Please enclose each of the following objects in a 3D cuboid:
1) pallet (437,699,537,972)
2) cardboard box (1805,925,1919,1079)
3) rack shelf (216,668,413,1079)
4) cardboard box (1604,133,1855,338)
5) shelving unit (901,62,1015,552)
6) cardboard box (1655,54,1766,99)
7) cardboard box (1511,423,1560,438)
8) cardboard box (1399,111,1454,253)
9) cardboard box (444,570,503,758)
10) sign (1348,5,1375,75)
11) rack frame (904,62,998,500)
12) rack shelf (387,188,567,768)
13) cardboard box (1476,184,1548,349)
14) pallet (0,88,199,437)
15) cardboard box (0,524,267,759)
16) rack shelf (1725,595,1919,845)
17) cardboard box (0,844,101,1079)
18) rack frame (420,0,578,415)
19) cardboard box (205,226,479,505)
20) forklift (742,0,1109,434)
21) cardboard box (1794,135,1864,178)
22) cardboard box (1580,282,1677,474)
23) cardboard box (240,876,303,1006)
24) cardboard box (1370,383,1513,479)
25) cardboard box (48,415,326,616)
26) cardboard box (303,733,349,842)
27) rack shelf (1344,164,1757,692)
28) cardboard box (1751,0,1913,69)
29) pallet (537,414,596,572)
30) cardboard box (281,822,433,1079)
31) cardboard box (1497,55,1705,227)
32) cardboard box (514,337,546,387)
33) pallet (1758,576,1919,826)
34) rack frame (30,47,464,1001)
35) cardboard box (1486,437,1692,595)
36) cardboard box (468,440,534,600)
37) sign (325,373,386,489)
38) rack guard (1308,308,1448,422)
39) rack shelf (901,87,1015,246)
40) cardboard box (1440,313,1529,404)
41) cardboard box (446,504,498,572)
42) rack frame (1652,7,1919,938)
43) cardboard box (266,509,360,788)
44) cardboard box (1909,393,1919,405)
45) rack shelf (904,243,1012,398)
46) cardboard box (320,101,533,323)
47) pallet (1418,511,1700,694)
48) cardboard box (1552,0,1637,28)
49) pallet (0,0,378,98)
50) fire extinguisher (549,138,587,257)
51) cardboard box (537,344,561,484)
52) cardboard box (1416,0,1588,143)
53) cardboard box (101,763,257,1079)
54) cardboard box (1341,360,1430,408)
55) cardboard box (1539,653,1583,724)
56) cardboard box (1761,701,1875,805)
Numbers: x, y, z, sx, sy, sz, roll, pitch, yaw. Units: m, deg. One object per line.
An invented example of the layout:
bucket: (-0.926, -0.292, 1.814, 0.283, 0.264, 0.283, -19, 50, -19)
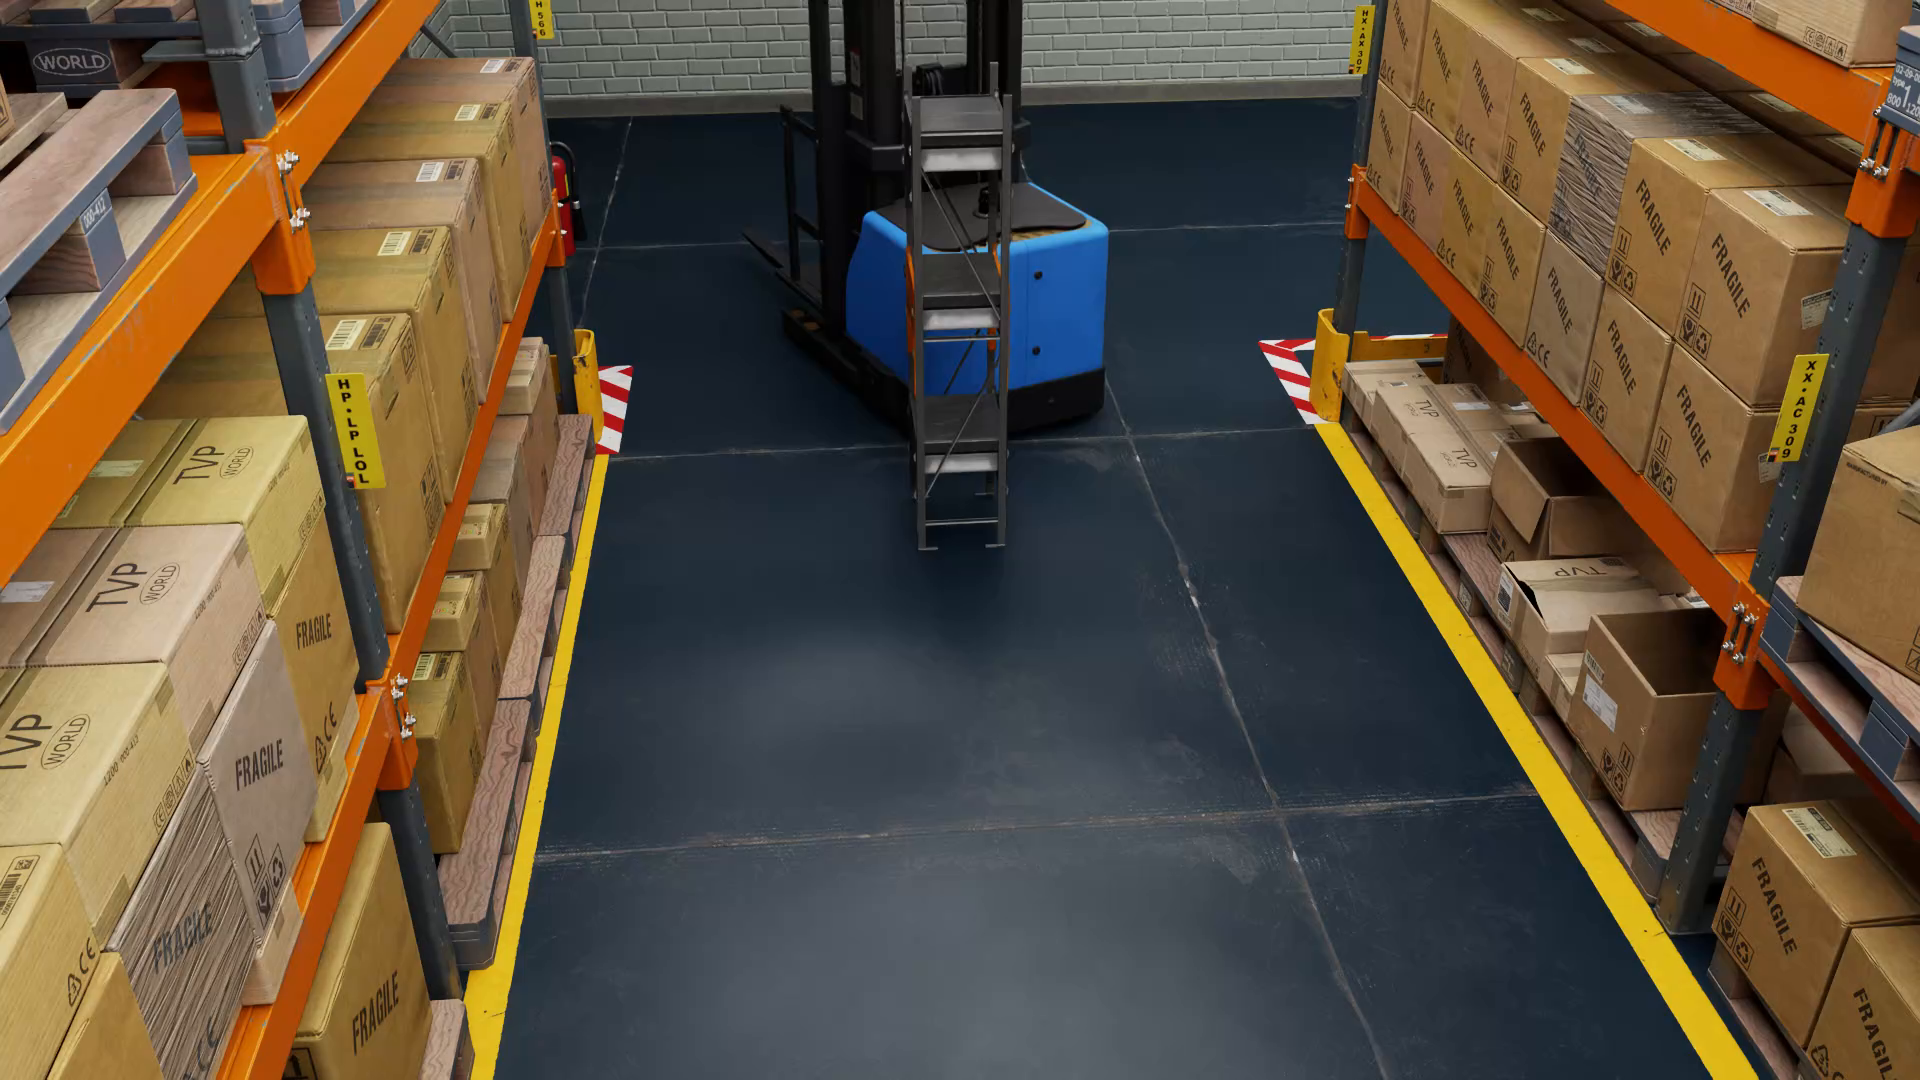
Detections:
pallet: (-2.073, 1.025, 5.829, 1.003, 0.211, 1.213, -3, 31, -5)
cardboard box: (2.715, 1.395, 4.498, 0.500, 0.500, 0.500, -2, 31, -4)
rack shelf: (-1.893, 1.550, 2.932, 1.077, 0.370, 4.000, -3, 31, -5)
cardboard box: (2.496, -0.999, 5.425, 0.500, 0.500, 0.500, -3, 31, -6)
shelving unit: (-0.015, -0.986, 7.353, 0.431, 2.100, 0.503, -3, 31, -5)
cardboard box: (2.943, -1.535, 6.323, 0.500, 0.500, 0.500, -2, 31, -3)
cardboard box: (2.833, -0.318, 7.610, 0.500, 0.250, 0.500, -3, 31, -5)
cardboard box: (2.311, -1.602, 7.410, 0.500, 0.500, 0.500, -3, 31, -5)
cardboard box: (-2.091, 0.469, 6.068, 0.700, 0.500, 0.500, -3, 31, -5)
sign: (1.938, -2.407, 8.011, 0.100, 0.325, 0.005, -3, 31, -5)
rack frame: (-0.038, -1.111, 7.562, 0.400, 2.100, 0.015, -3, 31, -5)
rack shelf: (-2.267, -0.493, 6.351, 1.077, 0.370, 4.000, -3, 31, -5)
cardboard box: (2.400, -1.091, 6.554, 0.500, 0.500, 0.500, -2, 31, -4)
pallet: (-1.945, -0.520, 2.957, 0.805, 0.209, 1.217, -4, 31, -7)
cardboard box: (-1.743, 0.206, 3.341, 0.500, 0.250, 0.500, -2, 31, -4)
rack shelf: (3.039, 1.310, 3.333, 1.077, 0.370, 4.000, -3, 31, -5)
cardboard box: (-1.647, 0.727, 2.470, 0.500, 0.250, 0.500, -3, 31, -6)
rack frame: (-2.453, -1.823, 7.876, 1.000, 3.000, 0.127, -3, 31, -5)
cardboard box: (-2.177, -0.560, 5.470, 0.980, 0.700, 0.700, -4, 31, -6)
forklift: (-0.383, -2.448, 8.991, 1.130, 2.935, 3.031, -15, 34, -24)
cardboard box: (3.039, -1.009, 5.442, 0.500, 0.500, 0.500, -4, 31, -6)
cardboard box: (2.500, -0.569, 5.679, 0.500, 0.500, 0.500, -2, 31, -3)
cardboard box: (-1.657, 0.872, 3.590, 0.380, 0.149, 0.250, -3, 31, -5)
cardboard box: (2.293, -0.524, 7.954, 0.500, 0.250, 0.500, -3, 31, -5)
cardboard box: (-1.781, -0.055, 3.779, 0.500, 0.250, 0.500, -2, 31, -3)
cardboard box: (-1.719, 0.606, 4.036, 0.380, 0.149, 0.250, -2, 31, -4)
rack shelf: (2.665, -0.732, 6.752, 1.077, 0.370, 4.000, -3, 31, -5)
cardboard box: (2.542, -1.479, 4.521, 0.500, 0.250, 0.500, -3, 31, -5)
pallet: (-2.301, -0.221, 7.914, 1.003, 0.211, 1.213, -3, 31, -5)
cardboard box: (-1.890, 1.288, 4.356, 0.750, 0.750, 0.750, -2, 31, -4)
cardboard box: (2.404, -1.513, 6.286, 0.500, 0.500, 0.500, -3, 31, -5)
cardboard box: (-2.095, -0.799, 7.558, 0.380, 0.149, 0.250, -3, 31, -5)
pallet: (2.818, 0.476, 4.215, 1.003, 0.211, 1.213, -3, 31, -5)
rack frame: (-2.080, 0.220, 4.457, 1.000, 3.000, 0.127, -3, 31, -5)
cardboard box: (2.671, -0.096, 6.991, 0.797, 0.503, 0.637, -3, 31, -5)
cardboard box: (-2.194, -0.065, 6.962, 0.700, 0.500, 0.500, -4, 31, -6)
sign: (-1.540, -0.274, 4.232, 0.100, 0.325, 0.005, -3, 31, -5)
rack guard: (2.485, -0.950, 8.853, 1.175, 0.500, 0.348, -3, 31, -5)
rack shelf: (-0.015, -1.575, 7.001, 0.431, 0.518, 0.480, -3, 31, -5)
cardboard box: (2.774, -0.912, 8.360, 0.500, 0.500, 0.500, -3, 31, -5)
cardboard box: (-1.947, -0.003, 6.225, 0.380, 0.149, 0.250, -4, 31, -6)
rack frame: (2.852, -0.020, 4.858, 1.000, 3.000, 0.127, -3, 31, -5)
cardboard box: (-1.786, 0.264, 3.976, 0.500, 0.500, 0.500, -3, 31, -5)
cardboard box: (3.076, -0.336, 5.290, 0.500, 0.500, 0.500, -2, 31, -3)
rack shelf: (-0.015, -0.974, 7.360, 0.431, 0.518, 0.480, -3, 31, -5)
cardboard box: (-2.317, -1.321, 6.743, 0.980, 0.700, 0.700, -3, 31, -5)
pallet: (2.672, 0.203, 7.205, 1.003, 0.211, 1.213, -3, 31, -5)
cardboard box: (2.842, -2.062, 7.205, 0.500, 0.500, 0.500, -2, 31, -3)
pallet: (-2.146, -1.448, 4.411, 1.003, 0.211, 1.213, -3, 31, -5)
fire extinguisher: (-2.008, -1.728, 8.158, 0.296, 0.674, 0.183, -3, 31, -5)
cardboard box: (-2.288, -0.577, 7.819, 0.700, 0.500, 0.500, -3, 31, -5)
cardboard box: (2.314, -2.028, 7.148, 0.500, 0.500, 0.500, -2, 31, -4)
cardboard box: (-1.690, 0.781, 3.111, 0.500, 0.500, 0.500, -3, 31, -4)
cardboard box: (2.175, -0.797, 8.510, 0.380, 0.149, 0.250, -3, 31, -5)
cardboard box: (2.421, 0.549, 6.256, 0.380, 0.149, 0.250, -3, 31, -5)
cardboard box: (3.028, 0.721, 5.811, 0.500, 0.311, 0.500, -3, 31, -5)
